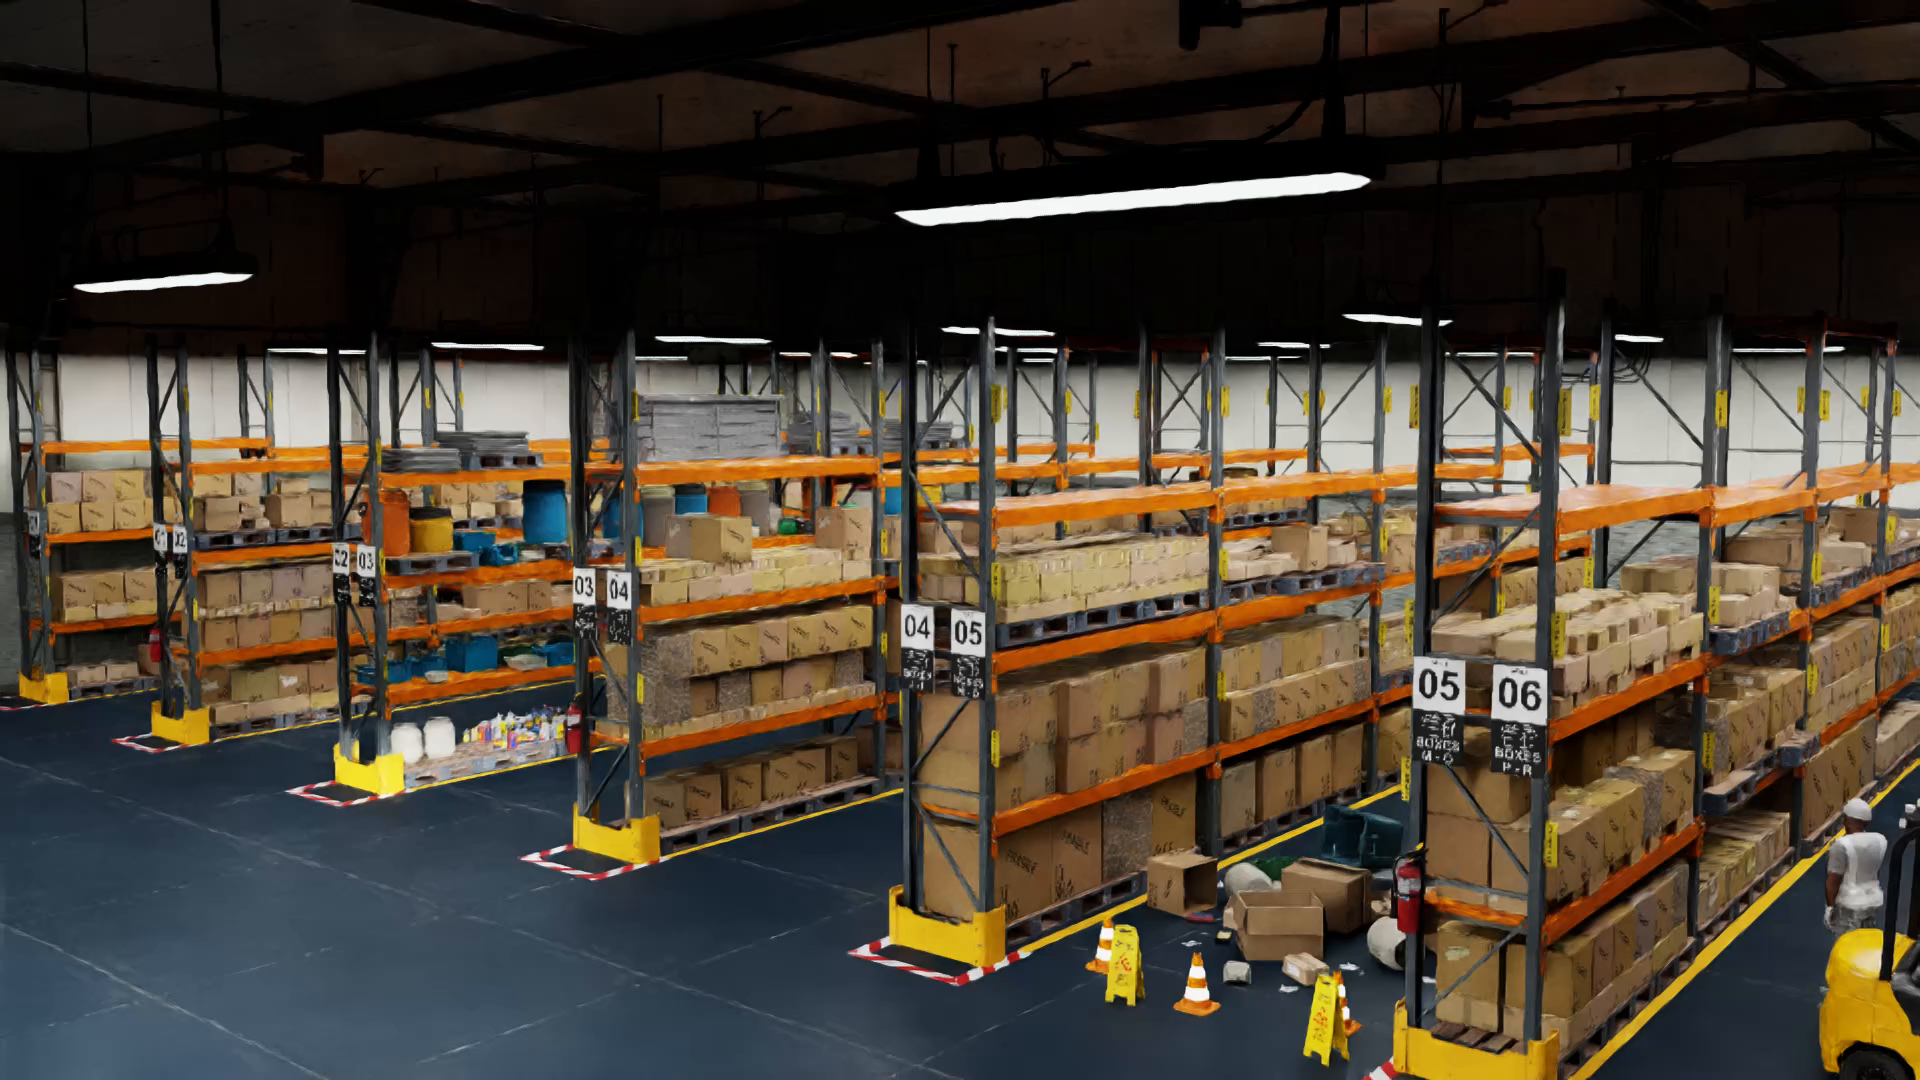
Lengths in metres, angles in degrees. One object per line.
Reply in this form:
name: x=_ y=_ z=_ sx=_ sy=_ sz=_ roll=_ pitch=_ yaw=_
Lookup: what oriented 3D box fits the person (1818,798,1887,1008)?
person: x=7.362 y=3.017 z=13.822 sx=0.614 sy=1.784 sz=0.498 roll=-2 pitch=6 yaw=-21
